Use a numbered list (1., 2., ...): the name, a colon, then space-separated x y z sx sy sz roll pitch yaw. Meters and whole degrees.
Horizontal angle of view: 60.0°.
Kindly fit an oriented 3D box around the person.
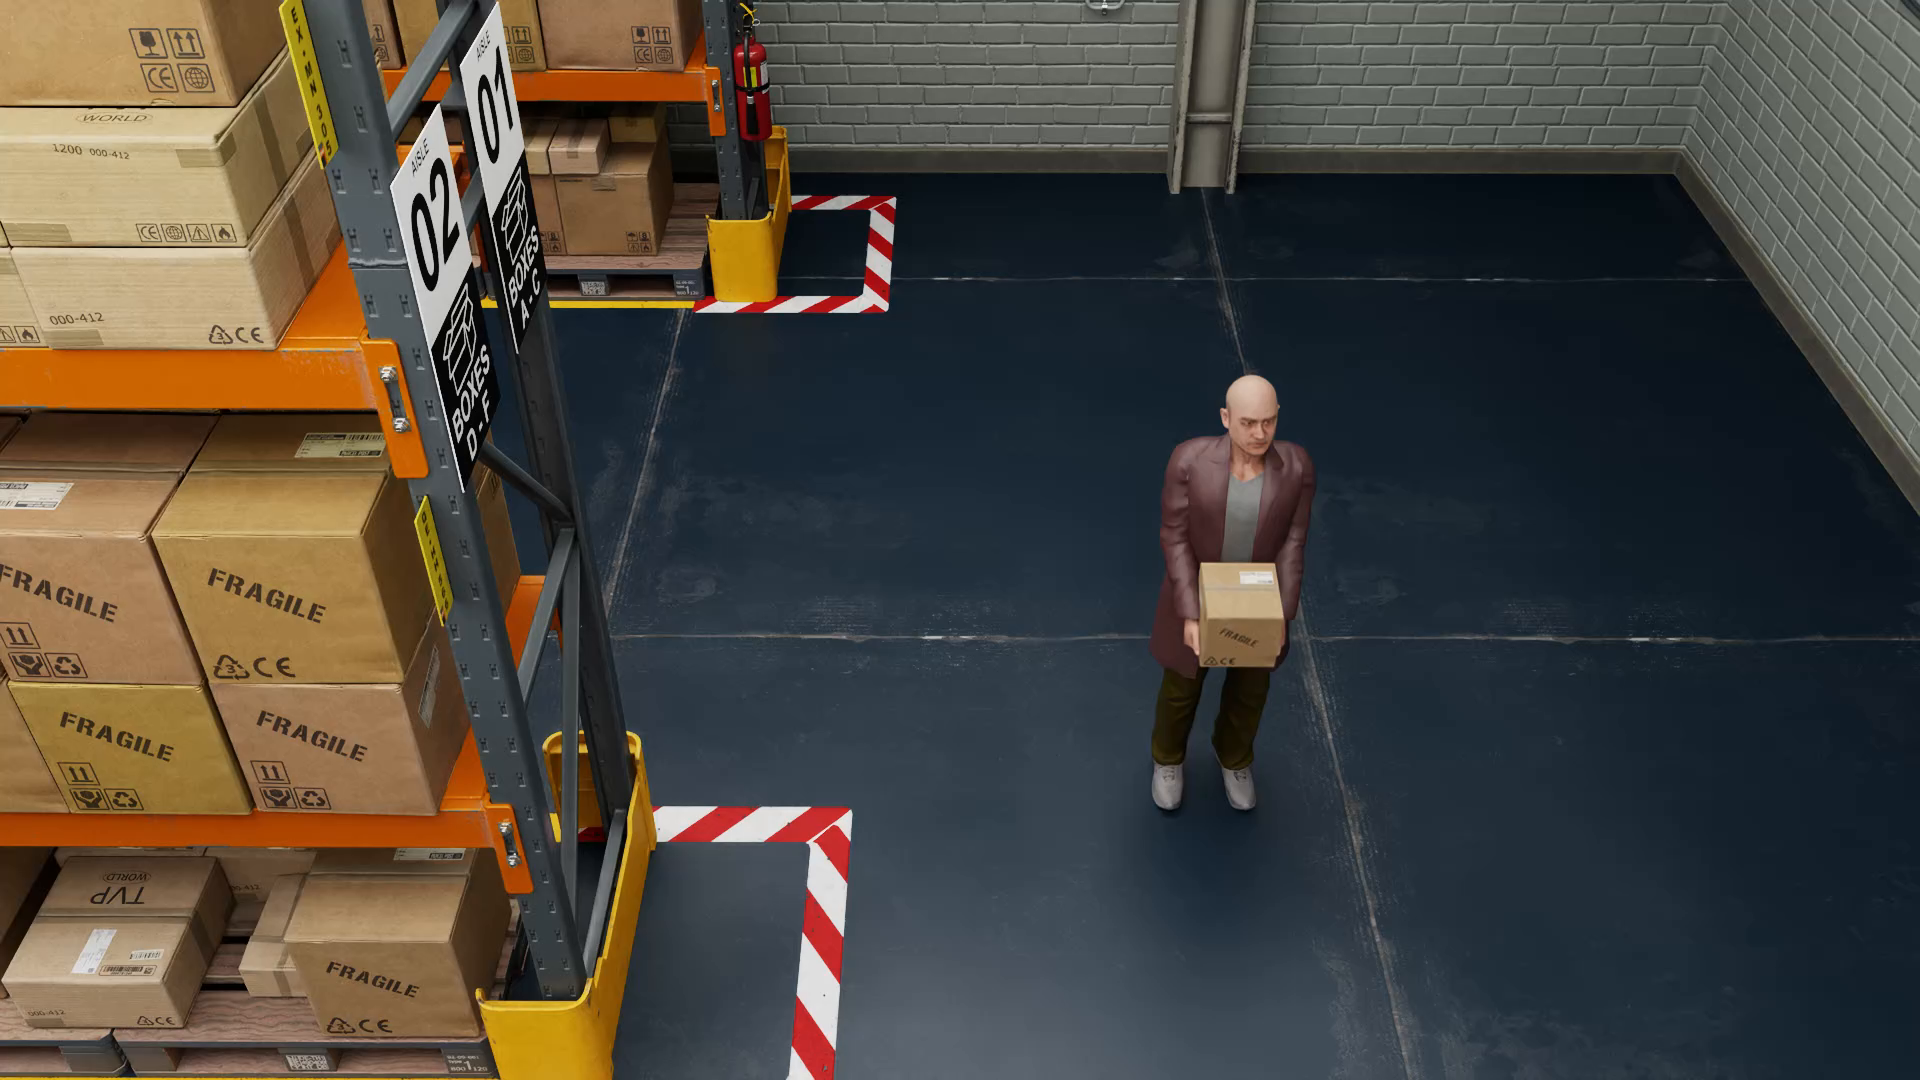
1. person: 0.941 0.277 5.830 0.531 1.769 0.555 0 39 1
